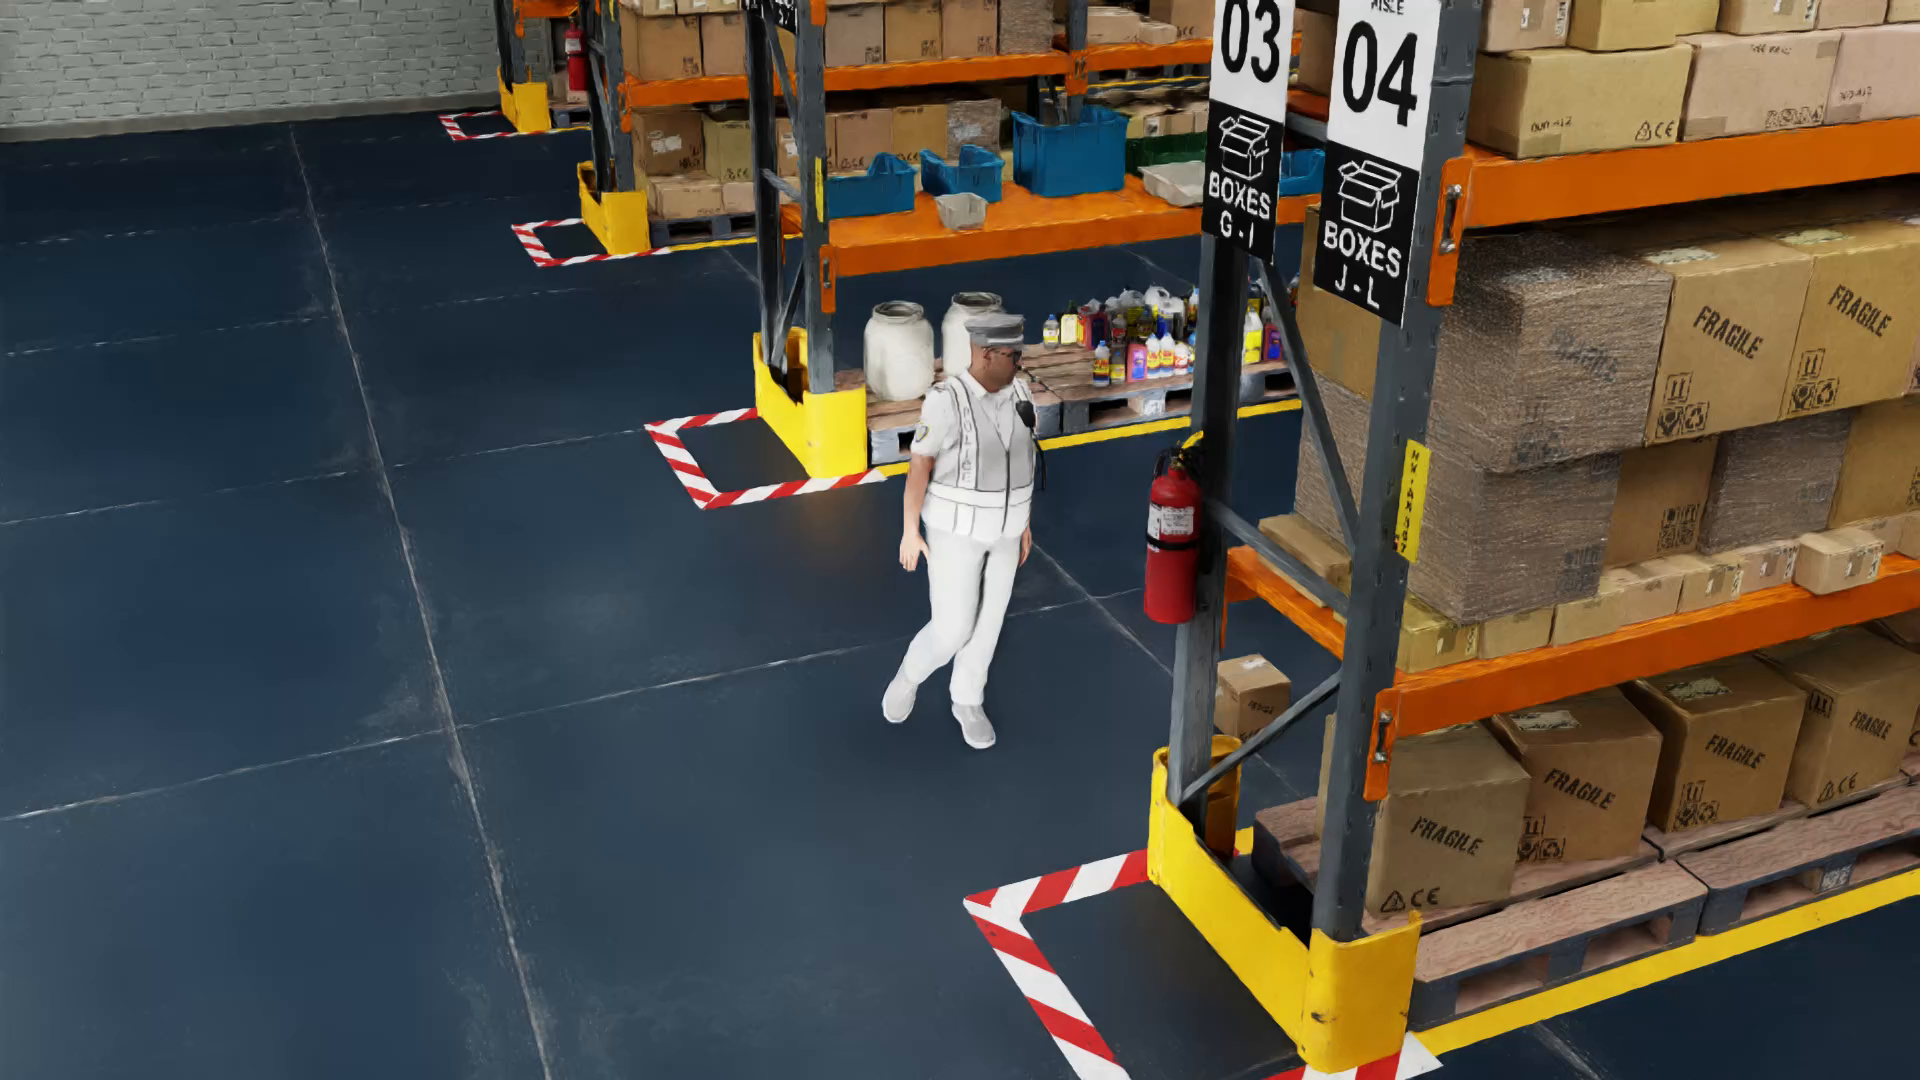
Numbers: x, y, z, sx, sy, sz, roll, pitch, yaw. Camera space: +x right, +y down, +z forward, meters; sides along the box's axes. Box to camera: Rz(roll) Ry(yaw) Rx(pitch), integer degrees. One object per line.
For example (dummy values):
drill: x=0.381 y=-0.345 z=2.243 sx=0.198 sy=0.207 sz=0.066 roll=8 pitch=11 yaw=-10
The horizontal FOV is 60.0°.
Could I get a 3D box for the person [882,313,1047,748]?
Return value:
person: x=0.043 y=-0.032 z=6.664 sx=0.690 sy=1.748 sz=0.476 roll=-17 pitch=31 yaw=-32
